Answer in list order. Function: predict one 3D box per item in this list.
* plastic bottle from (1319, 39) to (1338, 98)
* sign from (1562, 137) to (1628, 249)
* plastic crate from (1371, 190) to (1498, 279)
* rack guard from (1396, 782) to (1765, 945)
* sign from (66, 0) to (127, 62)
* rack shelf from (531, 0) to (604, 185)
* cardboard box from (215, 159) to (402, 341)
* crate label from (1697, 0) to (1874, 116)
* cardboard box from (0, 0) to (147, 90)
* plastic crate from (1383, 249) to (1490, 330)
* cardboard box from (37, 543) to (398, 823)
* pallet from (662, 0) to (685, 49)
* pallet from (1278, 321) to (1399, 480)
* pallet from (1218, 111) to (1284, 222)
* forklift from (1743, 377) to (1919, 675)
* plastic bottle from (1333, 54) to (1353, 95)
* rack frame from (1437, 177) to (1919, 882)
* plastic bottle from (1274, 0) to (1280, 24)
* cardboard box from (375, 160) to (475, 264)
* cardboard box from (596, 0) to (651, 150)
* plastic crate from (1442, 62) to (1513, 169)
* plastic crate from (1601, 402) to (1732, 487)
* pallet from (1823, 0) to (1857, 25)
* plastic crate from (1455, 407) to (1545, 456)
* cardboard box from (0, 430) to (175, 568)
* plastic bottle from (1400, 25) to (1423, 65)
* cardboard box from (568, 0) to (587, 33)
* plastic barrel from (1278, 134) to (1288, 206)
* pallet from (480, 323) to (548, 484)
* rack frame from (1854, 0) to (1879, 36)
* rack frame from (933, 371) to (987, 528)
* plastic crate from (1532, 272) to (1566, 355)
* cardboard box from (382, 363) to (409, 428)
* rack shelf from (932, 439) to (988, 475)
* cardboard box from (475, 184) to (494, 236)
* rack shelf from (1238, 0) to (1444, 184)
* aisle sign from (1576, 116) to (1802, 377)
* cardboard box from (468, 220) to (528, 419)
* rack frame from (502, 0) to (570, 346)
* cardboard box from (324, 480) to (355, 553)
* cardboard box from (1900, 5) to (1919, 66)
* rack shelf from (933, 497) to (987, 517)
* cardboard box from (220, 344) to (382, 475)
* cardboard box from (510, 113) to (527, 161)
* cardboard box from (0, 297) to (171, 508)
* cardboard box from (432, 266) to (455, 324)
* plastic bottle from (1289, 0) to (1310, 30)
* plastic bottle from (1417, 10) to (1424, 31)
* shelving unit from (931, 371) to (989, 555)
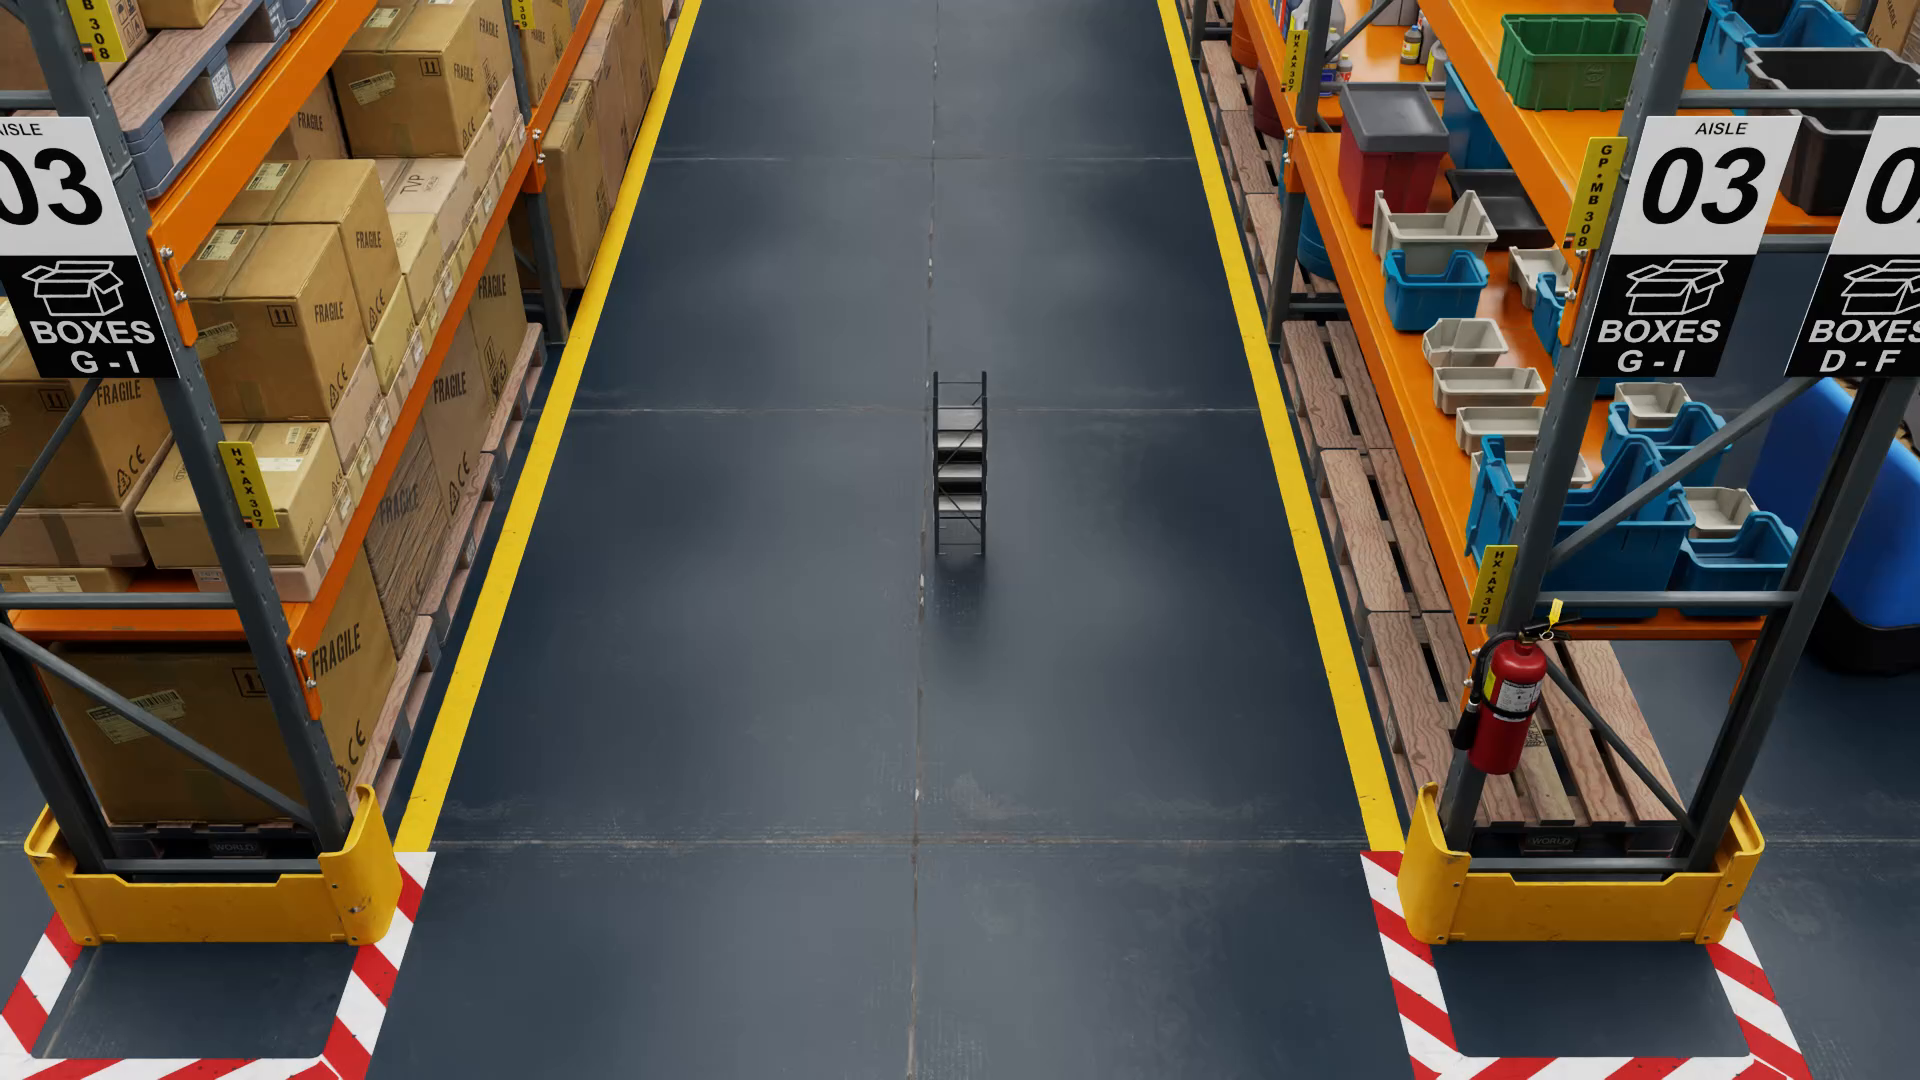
[{"bbox_3d":[1.912,-2.501,8.817,0.152,0.276,0.135,0,39,0],"label":"plastic bottle"},{"bbox_3d":[1.690,-0.921,4.431,0.100,0.325,0.005,0,39,0],"label":"sign"},{"bbox_3d":[2.053,-1.325,7.297,0.437,0.282,0.530,0,39,0],"label":"plastic crate"},{"bbox_3d":[2.253,1.189,6.112,1.175,0.500,0.348,0,39,0],"label":"rack guard"},{"bbox_3d":[-2.158,-1.337,4.105,0.100,0.325,0.005,0,39,0],"label":"sign"},{"bbox_3d":[-2.720,-3.269,10.252,1.077,0.370,4.000,0,39,0],"label":"rack shelf"},{"bbox_3d":[-2.450,-1.085,6.234,0.500,0.500,0.500,-1,39,-1],"label":"cardboard box"},{"bbox_3d":[2.562,-1.491,5.178,0.408,0.251,0.502,0,39,0],"label":"crate label"},{"bbox_3d":[-2.767,-1.536,4.619,0.700,0.500,0.500,-2,39,-3],"label":"cardboard box"},{"bbox_3d":[1.982,-1.044,6.985,0.416,0.233,0.300,0,39,0],"label":"plastic crate"},{"bbox_3d":[-2.793,0.467,6.377,0.875,0.875,0.875,0,39,0],"label":"cardboard box"},{"bbox_3d":[-2.721,-4.201,13.070,1.003,0.211,1.213,0,39,0],"label":"pallet"},{"bbox_3d":[2.275,-0.755,8.769,1.003,0.211,1.213,0,39,0],"label":"pallet"},{"bbox_3d":[2.272,-2.462,10.899,1.003,0.211,1.213,0,39,0],"label":"pallet"},{"bbox_3d":[5.215,-1.000,6.900,3.031,2.935,1.130,-6,39,-8],"label":"forklift"},{"bbox_3d":[2.037,-2.484,8.855,0.097,0.201,0.097,0,39,0],"label":"plastic bottle"},{"bbox_3d":[2.240,0.198,5.349,1.000,3.000,0.127,0,39,0],"label":"rack frame"},{"bbox_3d":[1.911,-3.129,9.600,0.152,0.276,0.135,0,39,0],"label":"plastic bottle"},{"bbox_3d":[-2.450,-1.438,7.274,0.500,0.250,0.500,1,39,1],"label":"cardboard box"},{"bbox_3d":[-2.748,-3.147,10.887,1.225,0.875,0.875,0,39,0],"label":"cardboard box"},{"bbox_3d":[2.577,-2.029,8.093,0.392,0.384,0.575,0,39,0],"label":"plastic crate"},{"bbox_3d":[2.569,-0.326,6.090,0.416,0.233,0.300,0,39,0],"label":"plastic crate"},{"bbox_3d":[7.223,-4.232,13.108,1.003,0.211,1.213,0,39,0],"label":"pallet"},{"bbox_3d":[2.072,-0.413,6.275,0.396,0.136,0.243,0,39,0],"label":"plastic crate"},{"bbox_3d":[-2.979,-0.159,5.677,0.500,0.250,0.500,-1,39,-1],"label":"cardboard box"},{"bbox_3d":[2.491,-2.732,9.165,0.097,0.201,0.097,0,39,0],"label":"plastic bottle"},{"bbox_3d":[-2.469,-3.254,9.577,0.500,0.500,0.500,-1,39,-1],"label":"cardboard box"},{"bbox_3d":[2.251,-2.431,9.973,0.600,0.901,0.708,0,39,0],"label":"plastic barrel"},{"bbox_3d":[-2.795,-0.736,8.745,1.003,0.211,1.213,0,39,0],"label":"pallet"},{"bbox_3d":[7.185,-4.806,11.594,1.000,3.000,0.127,0,39,0],"label":"rack frame"},{"bbox_3d":[0.000,-0.410,7.787,0.240,0.900,0.006,0,39,0],"label":"rack frame"},{"bbox_3d":[2.567,-0.925,6.838,0.416,0.233,0.300,0,39,0],"label":"plastic crate"},{"bbox_3d":[-2.386,-0.565,6.503,0.380,0.149,0.250,-1,39,-1],"label":"cardboard box"},{"bbox_3d":[0.000,-0.390,7.672,0.258,0.077,0.200,0,39,0],"label":"rack shelf"},{"bbox_3d":[-2.388,-1.529,7.705,0.380,0.149,0.250,1,39,1],"label":"cardboard box"},{"bbox_3d":[2.233,-3.273,10.256,1.077,0.370,4.000,0,39,0],"label":"rack shelf"},{"bbox_3d":[1.947,-0.771,4.480,0.394,0.787,0.004,0,39,0],"label":"aisle sign"},{"bbox_3d":[-2.796,-1.221,8.484,0.875,0.875,0.875,0,39,0],"label":"cardboard box"},{"bbox_3d":[-2.717,-2.300,8.466,1.000,3.000,0.127,0,39,0],"label":"rack frame"},{"bbox_3d":[-2.385,-0.083,5.901,0.380,0.149,0.250,-1,39,-1],"label":"cardboard box"},{"bbox_3d":[6.905,-3.390,11.474,0.500,0.500,0.500,-1,39,-2],"label":"cardboard box"},{"bbox_3d":[0.000,-0.180,7.841,0.258,0.077,0.200,0,39,0],"label":"rack shelf"},{"bbox_3d":[-2.450,-0.481,6.079,0.500,0.250,0.500,0,39,-1],"label":"cardboard box"},{"bbox_3d":[-2.389,-2.011,8.307,0.380,0.149,0.250,0,39,0],"label":"cardboard box"},{"bbox_3d":[-2.976,-0.453,5.444,0.500,0.500,0.500,0,39,1],"label":"cardboard box"},{"bbox_3d":[-2.388,-1.048,7.106,0.380,0.149,0.250,1,39,1],"label":"cardboard box"},{"bbox_3d":[1.907,-2.858,9.203,0.144,0.351,0.185,0,39,0],"label":"plastic bottle"},{"bbox_3d":[2.643,-2.938,9.422,0.097,0.201,0.097,0,39,0],"label":"plastic bottle"},{"bbox_3d":[0.000,-0.346,7.708,0.258,0.900,0.210,0,39,0],"label":"shelving unit"}]
